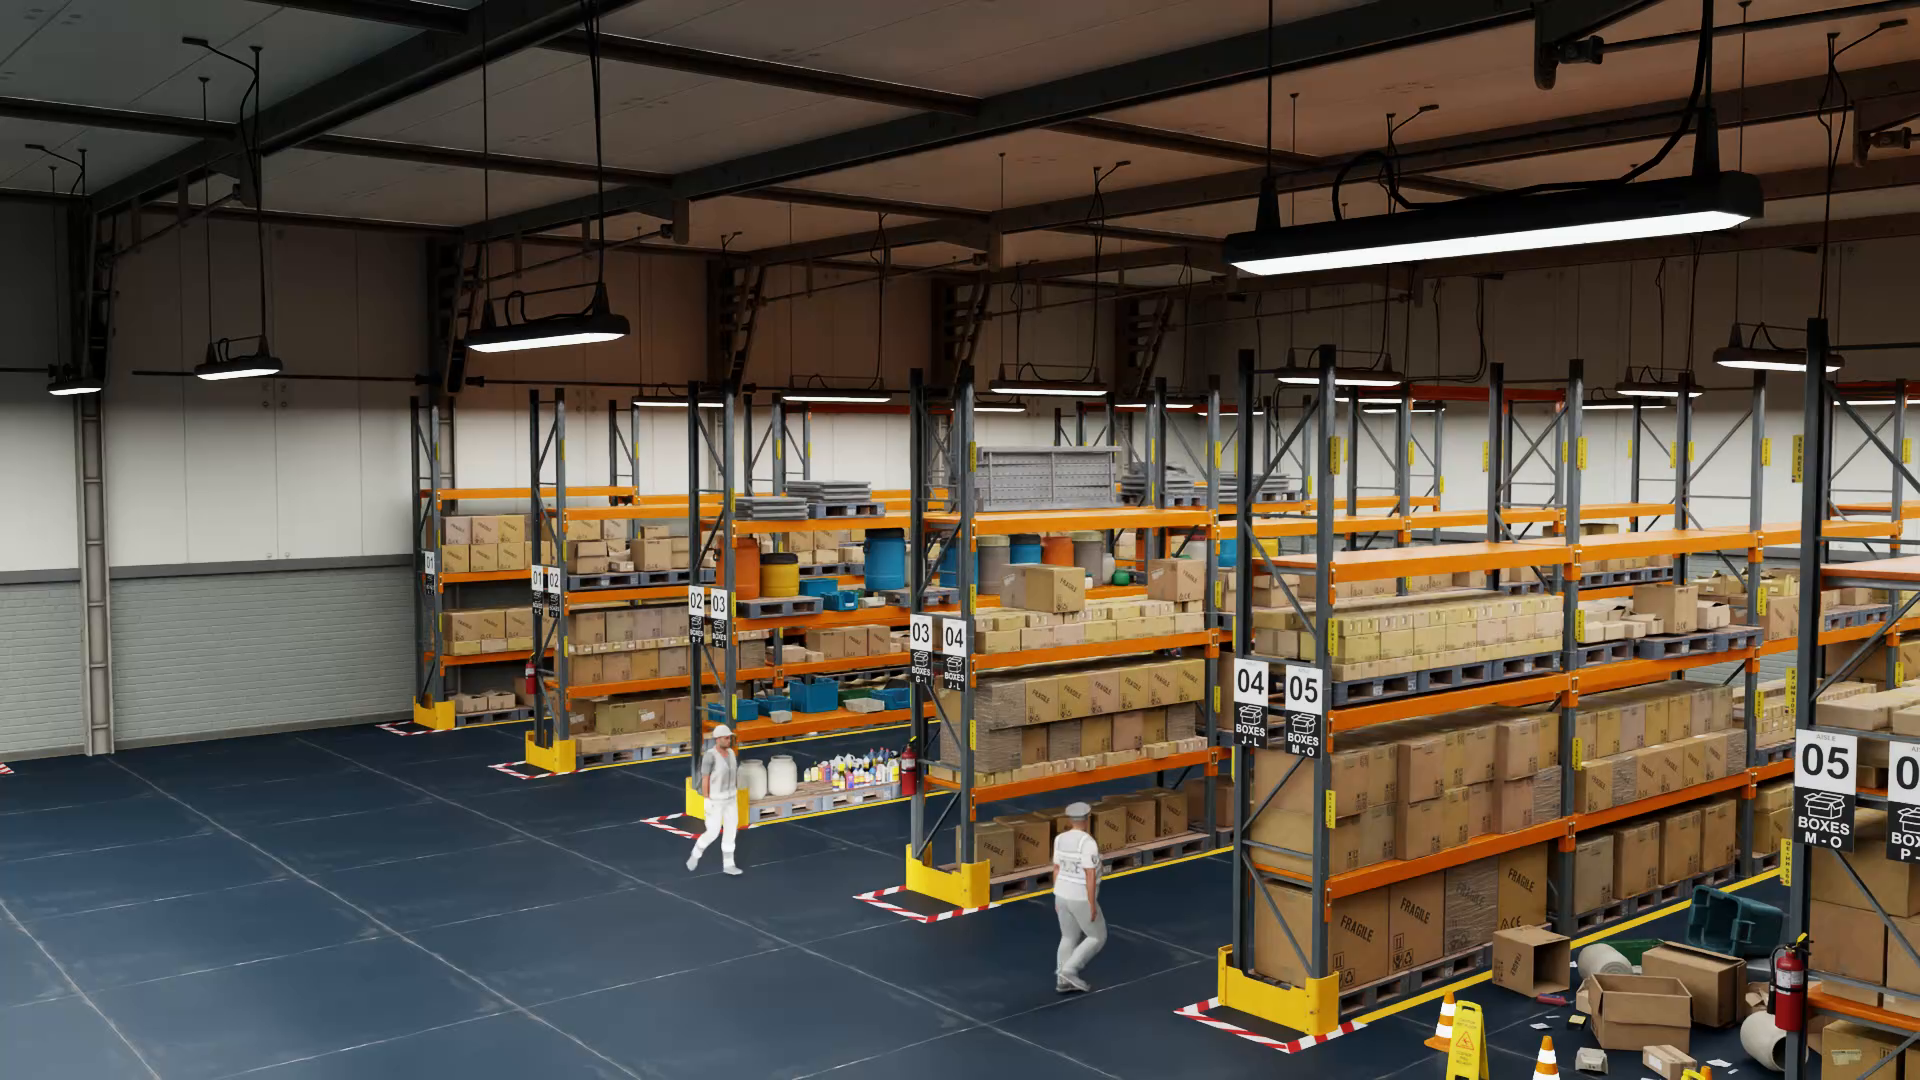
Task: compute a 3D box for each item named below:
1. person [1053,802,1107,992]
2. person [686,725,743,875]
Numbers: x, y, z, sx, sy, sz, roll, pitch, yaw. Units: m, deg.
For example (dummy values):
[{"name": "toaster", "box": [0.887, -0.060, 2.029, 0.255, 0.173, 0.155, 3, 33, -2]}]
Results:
[{"name": "person", "box": [1.071, 3.358, 15.578, 0.495, 1.757, 0.578, -2, 4, -31]}, {"name": "person", "box": [-2.876, 3.096, 19.877, 0.642, 1.789, 0.557, 3, 4, 38]}]
